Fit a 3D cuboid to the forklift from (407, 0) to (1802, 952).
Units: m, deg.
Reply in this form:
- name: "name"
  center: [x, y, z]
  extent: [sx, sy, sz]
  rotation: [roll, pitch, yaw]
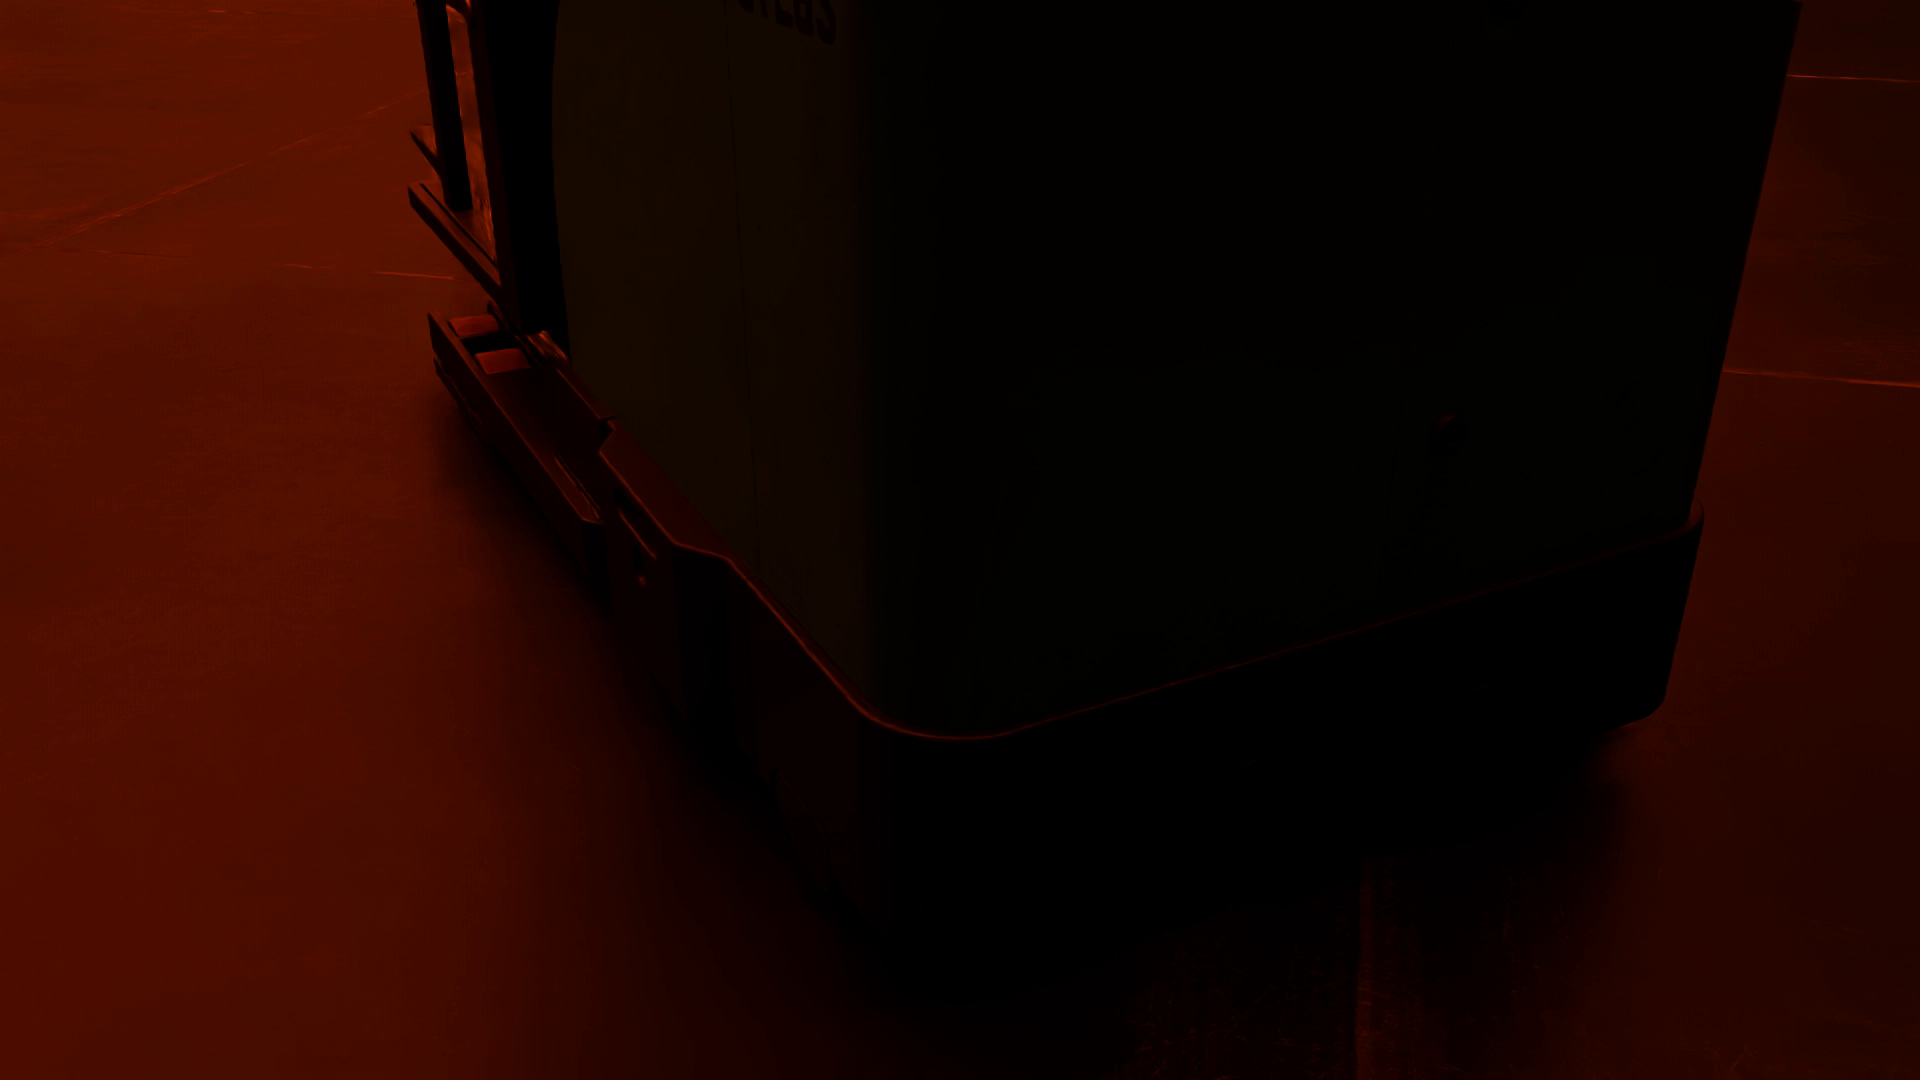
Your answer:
- name: "forklift"
  center: [-0.289, -1.551, 2.321]
  extent: [1.130, 2.935, 3.031]
  rotation: [-13, 30, -25]
